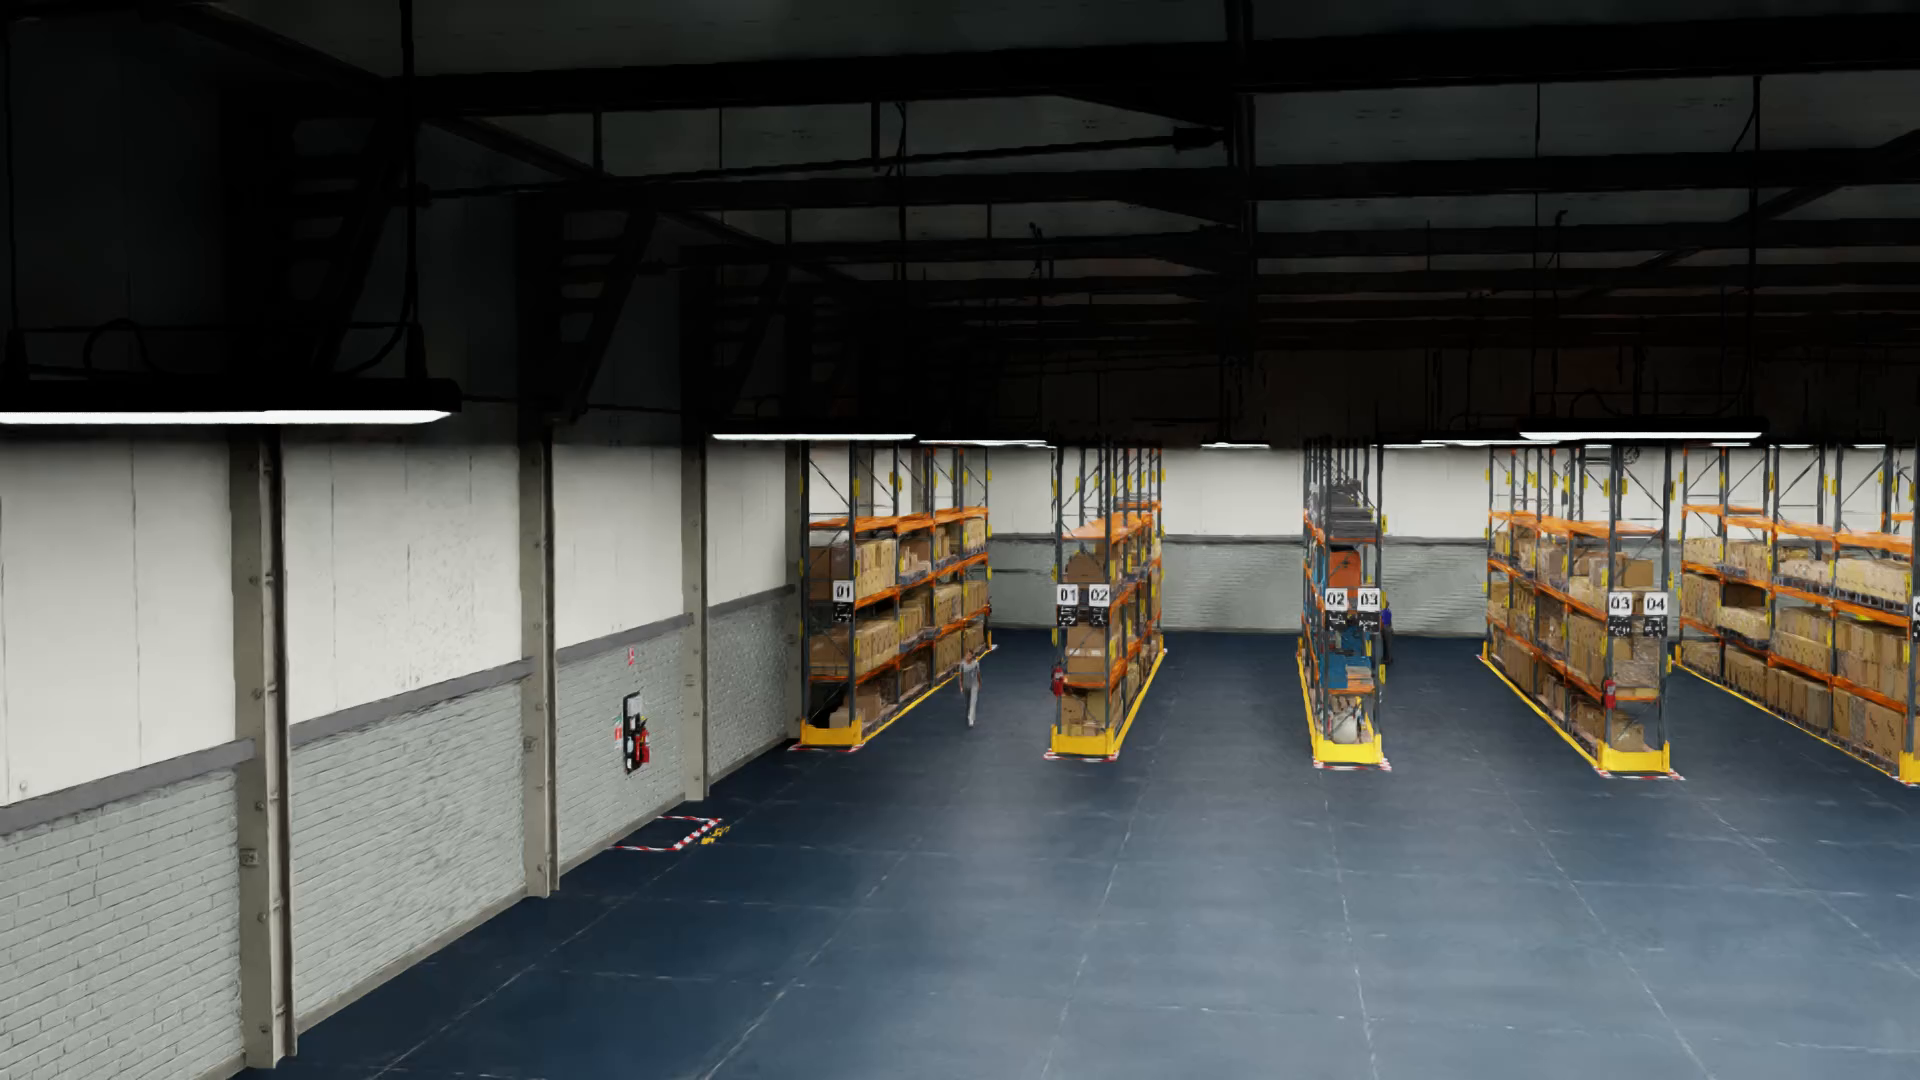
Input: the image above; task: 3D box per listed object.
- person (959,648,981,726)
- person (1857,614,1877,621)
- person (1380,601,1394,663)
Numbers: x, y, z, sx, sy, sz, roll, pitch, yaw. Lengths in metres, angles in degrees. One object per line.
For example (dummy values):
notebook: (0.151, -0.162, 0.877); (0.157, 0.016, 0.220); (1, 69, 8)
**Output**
person: (0.190, 3.035, 34.706); (0.446, 1.586, 1.106); (1, 3, 13)
person: (24.493, 2.403, 44.909); (0.387, 1.759, 0.646); (-1, 3, -20)
person: (11.447, 2.472, 44.778); (0.551, 1.634, 0.573); (2, 4, 38)
